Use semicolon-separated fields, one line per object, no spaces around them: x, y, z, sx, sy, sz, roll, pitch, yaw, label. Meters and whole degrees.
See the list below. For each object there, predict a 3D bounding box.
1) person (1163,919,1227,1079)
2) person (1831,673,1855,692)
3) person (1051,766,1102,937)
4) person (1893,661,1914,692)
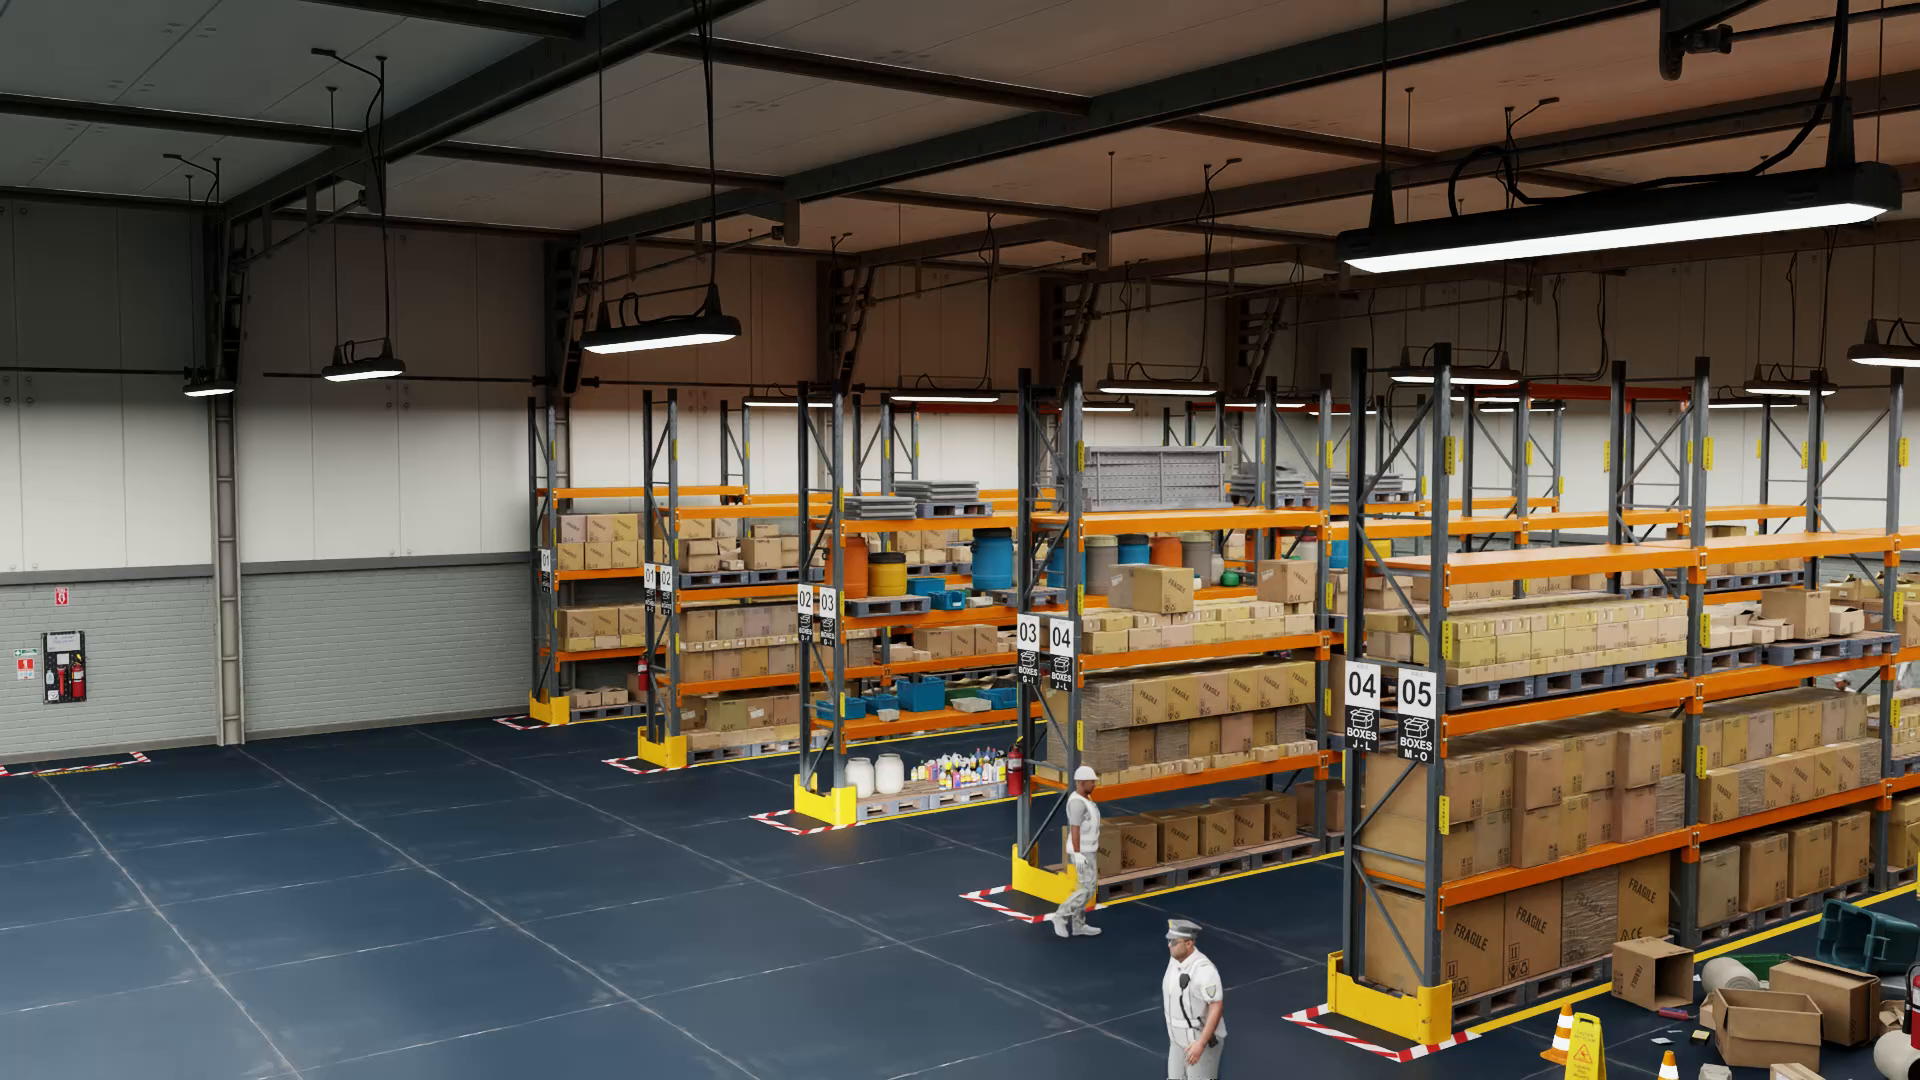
1.782;3.589;12.051;0.622;1.740;0.598;-2;4;-24;person
13.571;2.831;25.574;1.043;1.602;0.546;-2;4;-36;person
1.224;3.255;17.372;0.508;1.777;0.668;1;3;10;person
16.860;2.619;29.697;0.488;1.636;0.441;2;4;31;person
